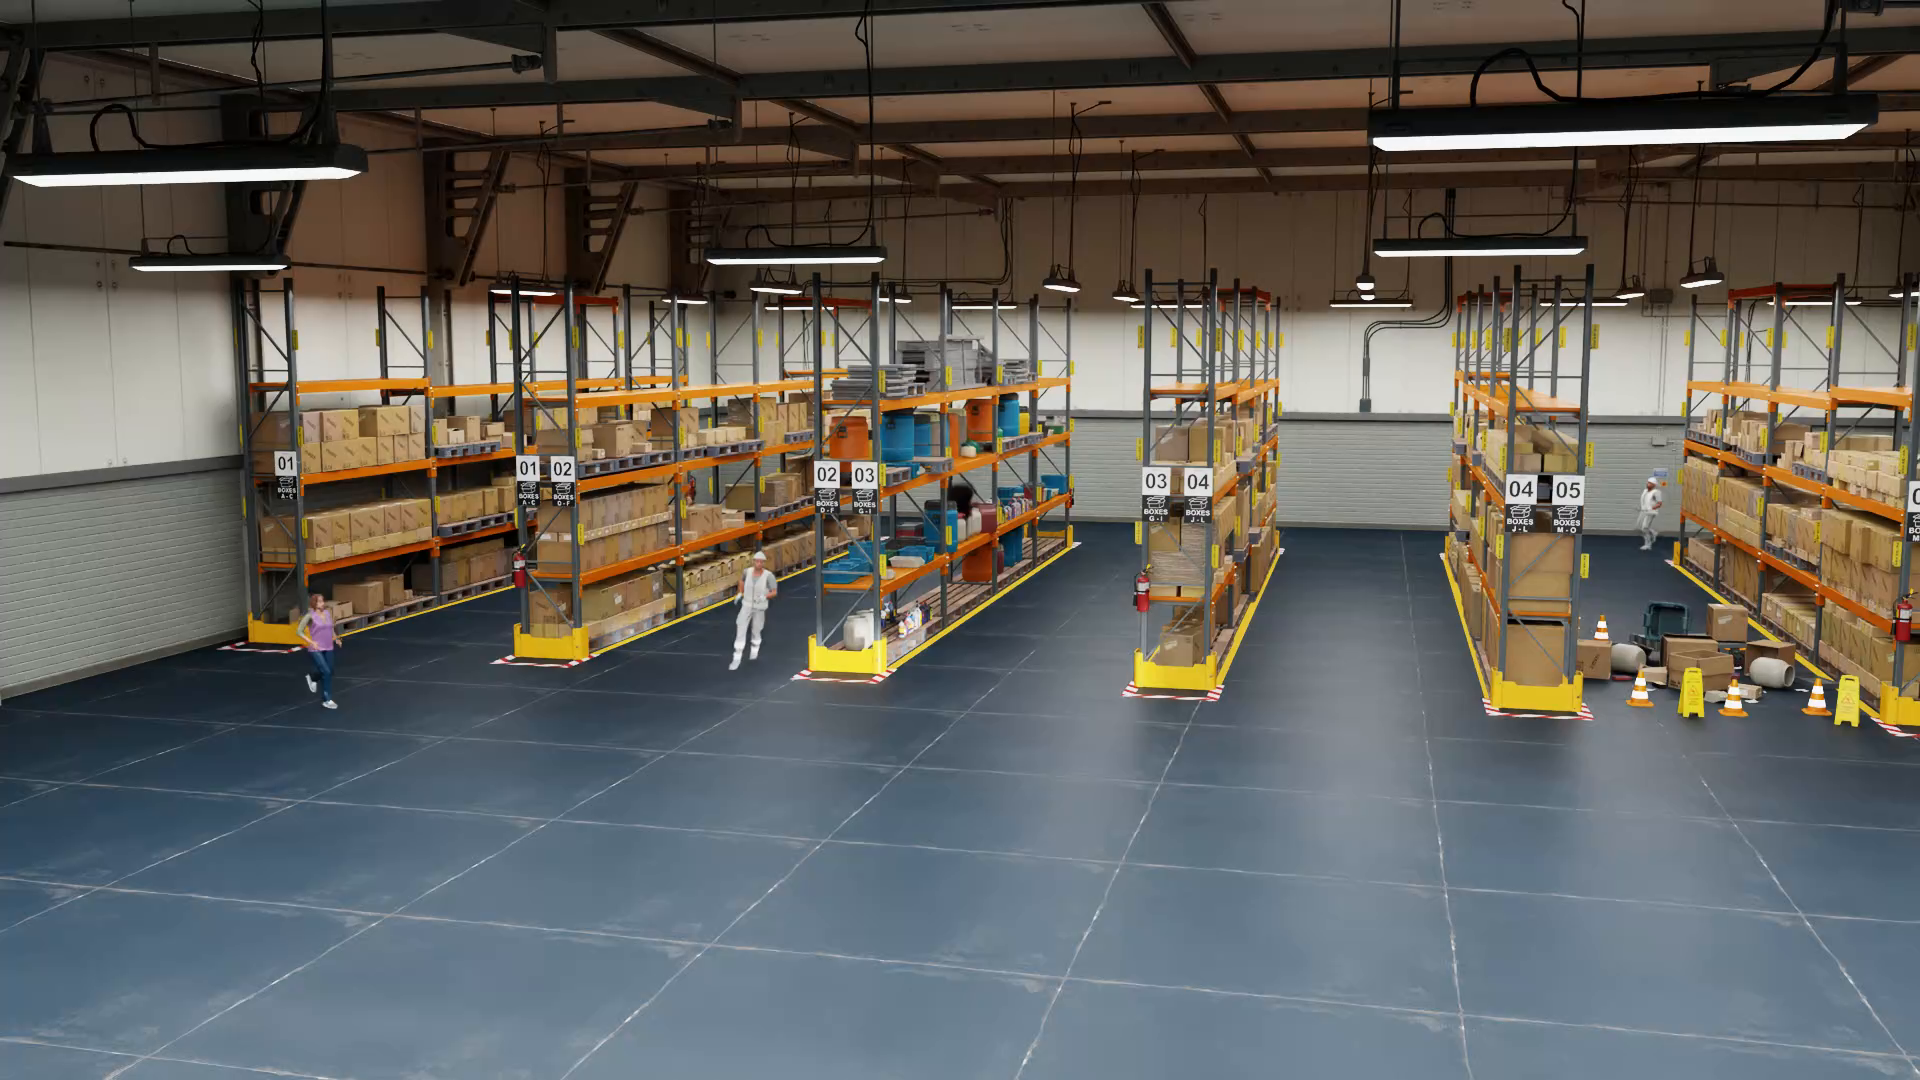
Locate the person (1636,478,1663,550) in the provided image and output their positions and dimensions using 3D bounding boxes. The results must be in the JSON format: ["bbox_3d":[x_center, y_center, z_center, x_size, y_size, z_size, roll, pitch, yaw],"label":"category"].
[{"bbox_3d":[16.525,-0.630,39.835,0.601,1.733,0.686,-1,7,-11],"label":"person"}]

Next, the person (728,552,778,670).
[{"bbox_3d":[-3.145,1.048,25.523,0.713,1.766,0.916,0,7,4],"label":"person"}]

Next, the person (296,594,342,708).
[{"bbox_3d":[-8.817,1.513,22.809,0.650,1.573,0.541,4,8,32],"label":"person"}]

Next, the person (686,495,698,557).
[{"bbox_3d":[-5.882,-0.189,36.519,0.553,1.647,0.875,1,7,10],"label":"person"}]
